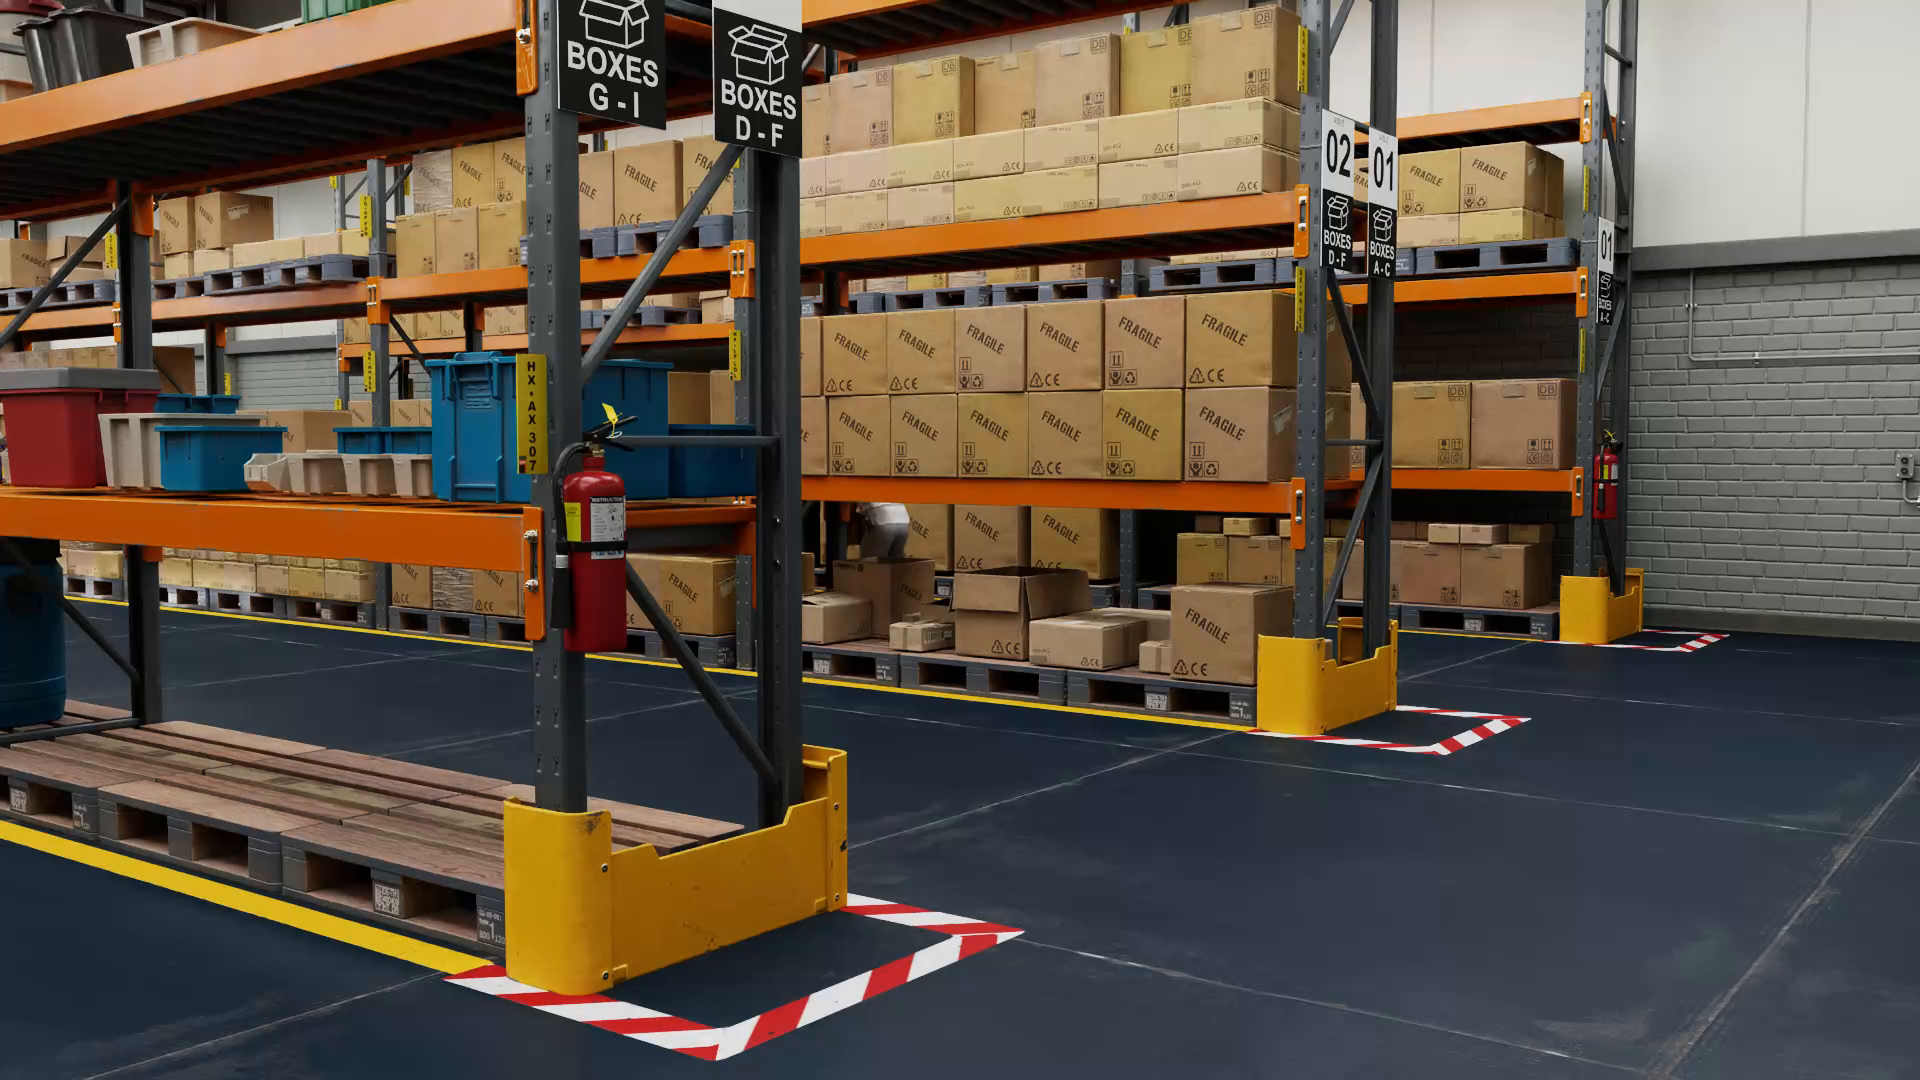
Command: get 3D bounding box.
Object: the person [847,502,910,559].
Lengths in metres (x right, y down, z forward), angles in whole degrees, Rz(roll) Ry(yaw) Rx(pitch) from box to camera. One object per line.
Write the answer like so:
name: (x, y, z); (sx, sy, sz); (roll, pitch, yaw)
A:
person: (-0.674, -0.045, 12.863); (0.563, 1.622, 0.413); (2, 4, 33)
